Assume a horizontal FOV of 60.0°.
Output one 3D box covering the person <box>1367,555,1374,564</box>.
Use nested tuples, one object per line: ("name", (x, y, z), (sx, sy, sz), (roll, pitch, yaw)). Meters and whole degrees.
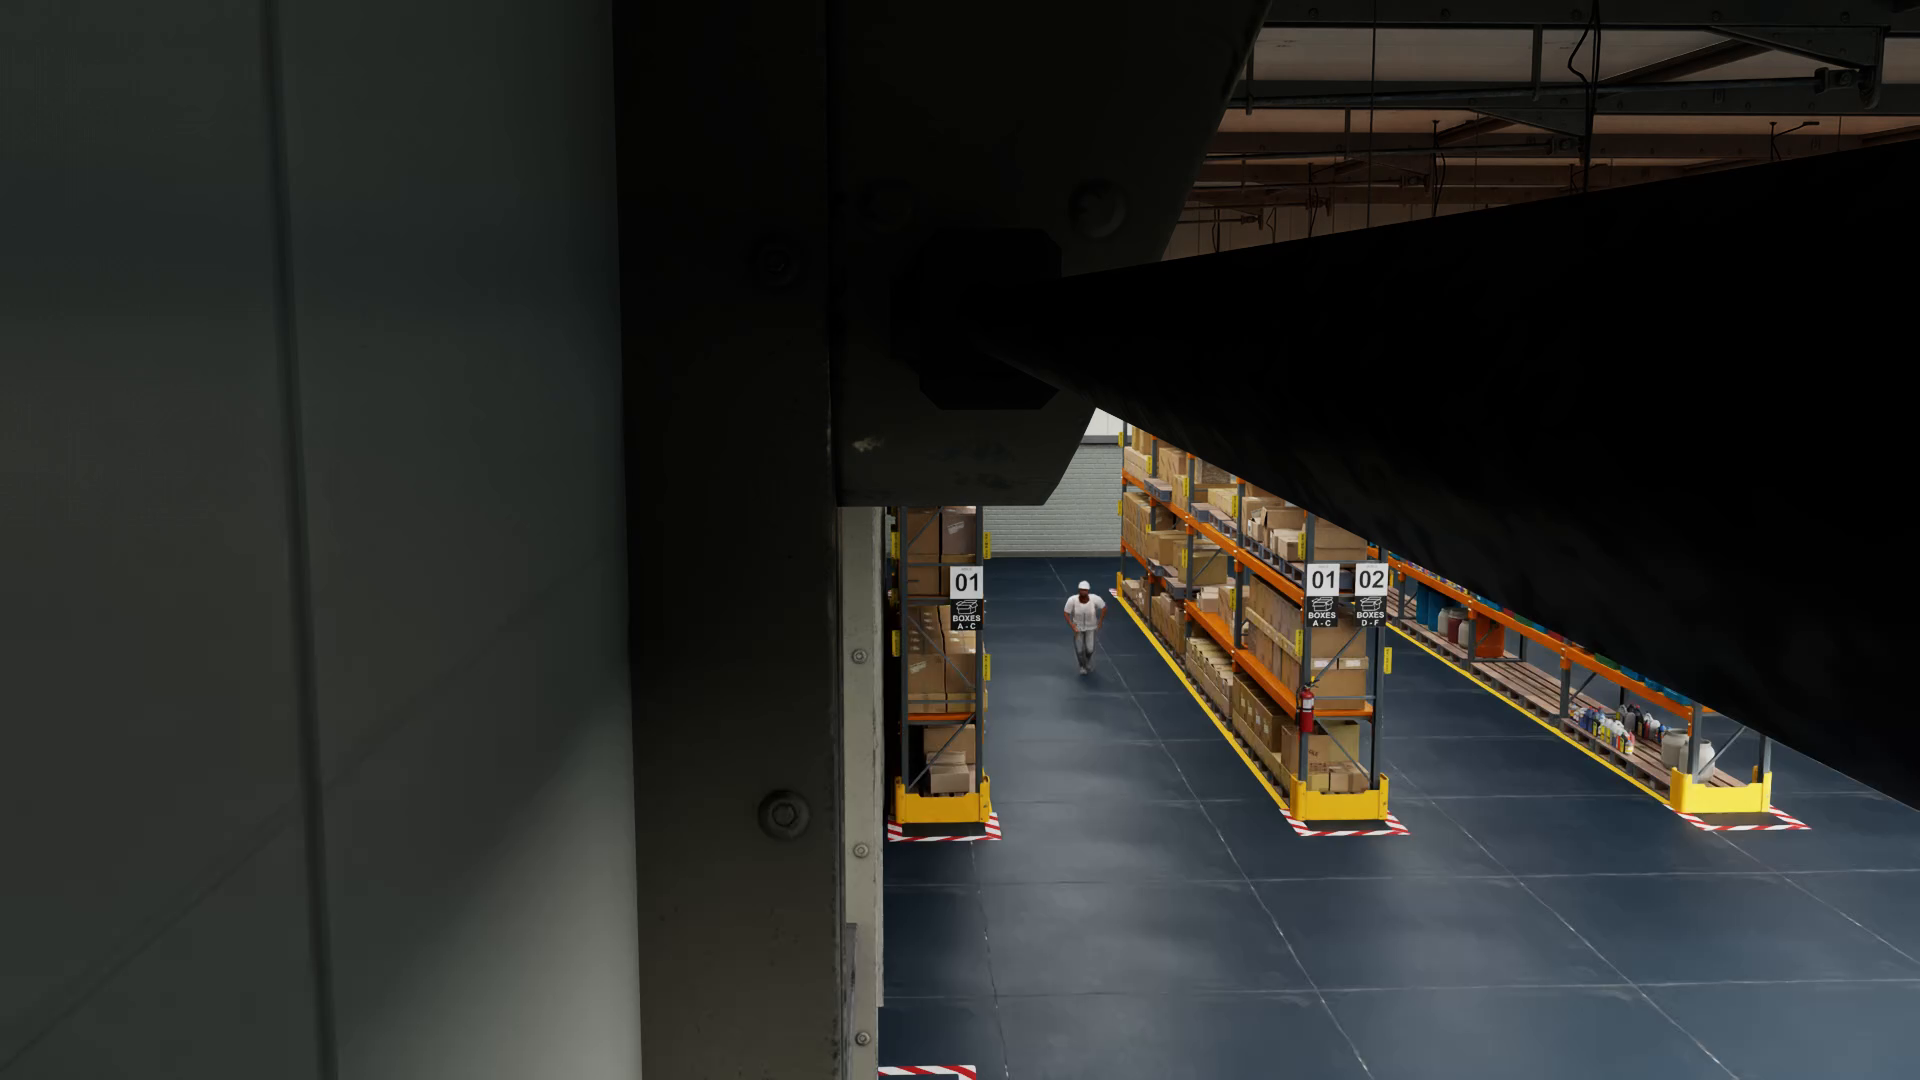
("person", (9.072, 0.203, 37.769), (1.071, 1.663, 0.568), (2, 8, 16))

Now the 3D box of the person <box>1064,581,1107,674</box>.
("person", (2.149, 1.504, 28.494), (0.740, 1.674, 0.747), (1, 8, 6))
